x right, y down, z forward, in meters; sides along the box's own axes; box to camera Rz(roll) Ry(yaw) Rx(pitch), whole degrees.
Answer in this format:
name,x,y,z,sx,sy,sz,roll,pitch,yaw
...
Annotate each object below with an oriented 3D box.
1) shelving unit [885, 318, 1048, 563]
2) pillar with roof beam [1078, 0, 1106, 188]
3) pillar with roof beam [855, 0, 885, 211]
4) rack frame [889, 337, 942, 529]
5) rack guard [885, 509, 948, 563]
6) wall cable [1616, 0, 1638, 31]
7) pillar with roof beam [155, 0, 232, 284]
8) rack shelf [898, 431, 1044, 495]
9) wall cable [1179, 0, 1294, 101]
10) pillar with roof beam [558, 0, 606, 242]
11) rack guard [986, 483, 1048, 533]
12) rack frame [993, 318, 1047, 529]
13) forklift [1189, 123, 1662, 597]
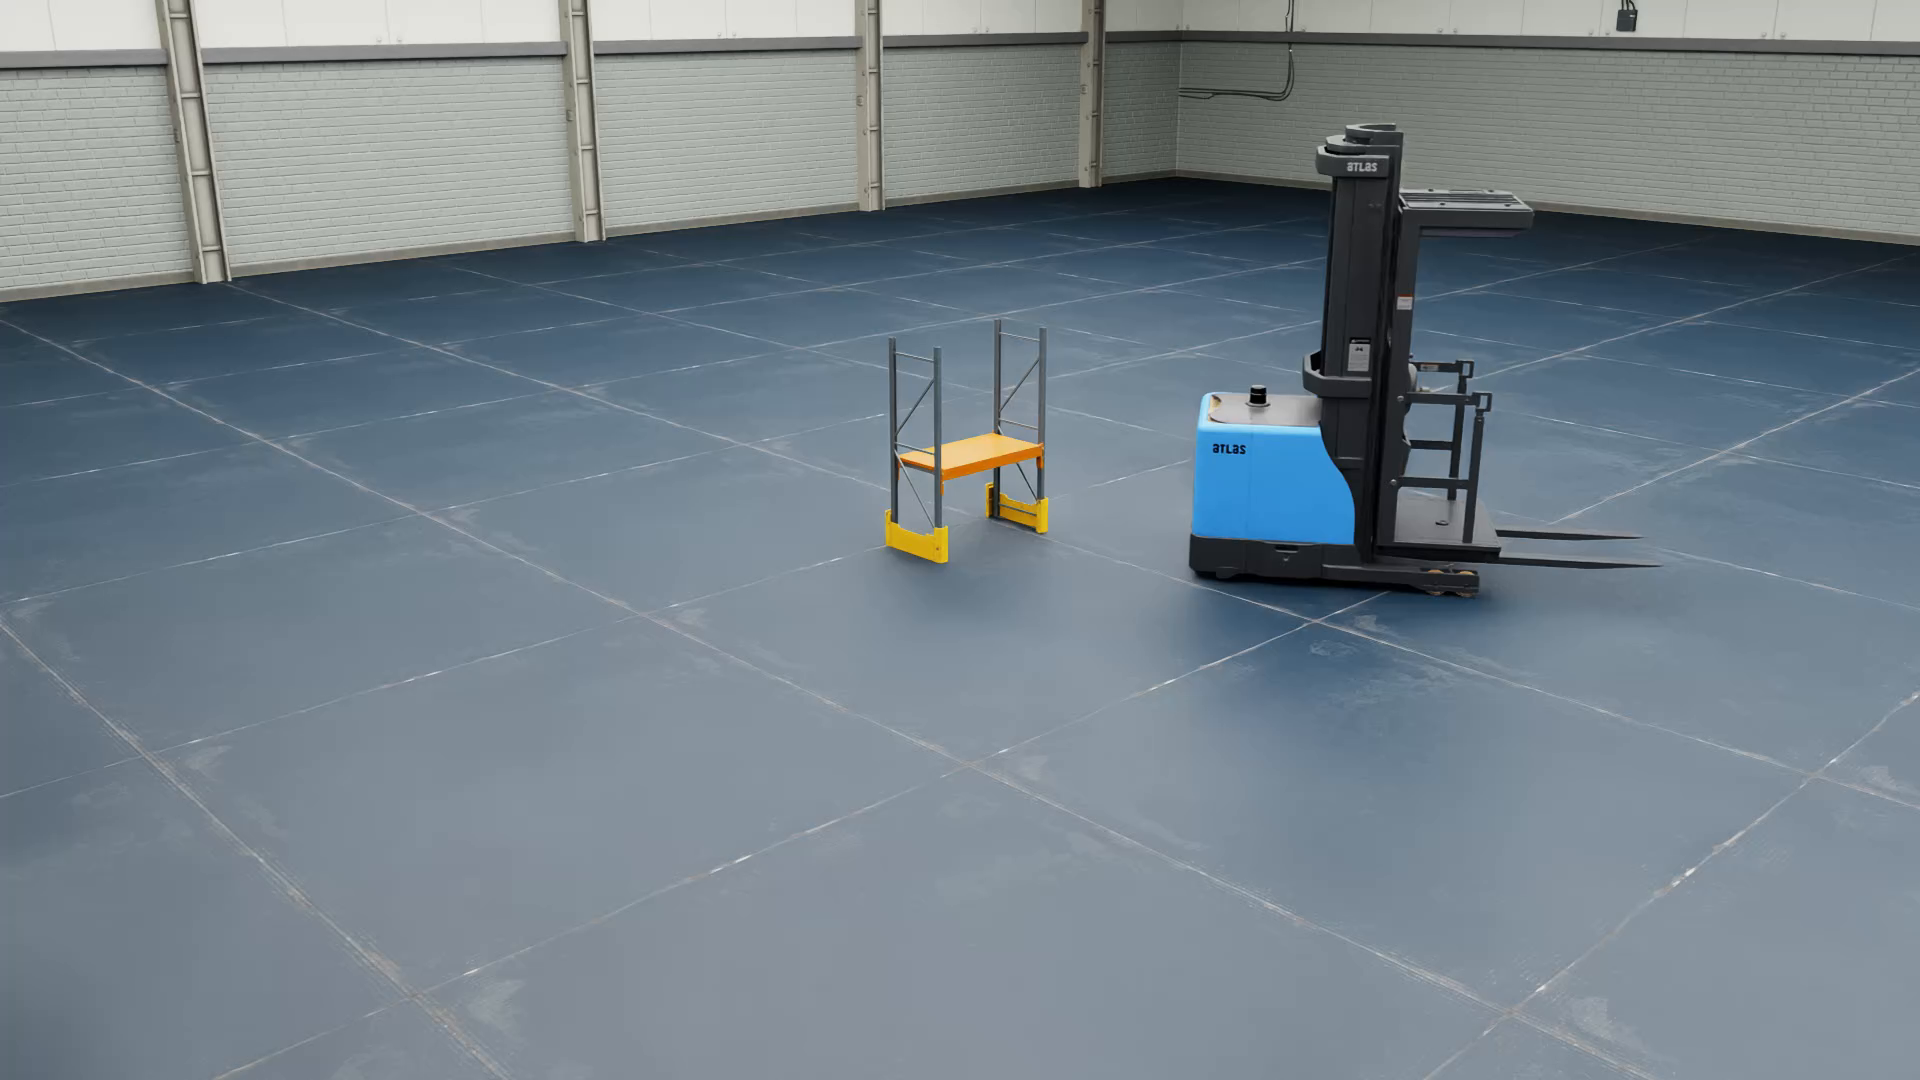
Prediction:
name,x,y,z,sx,sy,sz,roll,pitch,yaw
shelving unit,0.055,-0.730,11.803,1.083,1.500,0.587,-16,24,-41
pillar with roof beam,5.676,-10.724,30.471,0.400,9.000,9.100,-16,24,-41
pillar with roof beam,1.316,-9.453,26.550,0.400,9.000,9.100,-16,24,-41
rack frame,-0.307,-0.624,11.477,0.032,1.500,0.500,-16,24,-41
rack guard,-0.306,-0.030,11.670,0.087,0.250,0.587,-16,24,-41
wall cable,12.278,-11.504,27.362,0.169,6.003,2.305,-16,24,-41
pillar with roof beam,-7.403,-6.910,18.707,0.400,9.000,9.100,-16,24,-41
rack shelf,0.062,-0.560,11.865,1.000,0.185,0.538,-16,24,-41
wall cable,5.767,-10.540,34.937,0.112,2.526,3.097,-16,24,-41
pillar with roof beam,-3.043,-8.182,22.629,0.400,9.000,9.100,-16,24,-41
rack guard,0.417,-0.241,12.321,0.087,0.250,0.587,-16,24,-41
rack frame,0.431,-0.839,12.141,0.032,1.500,0.500,-16,24,-41
forklift,3.109,-1.200,10.933,3.031,2.935,1.130,3,18,10
